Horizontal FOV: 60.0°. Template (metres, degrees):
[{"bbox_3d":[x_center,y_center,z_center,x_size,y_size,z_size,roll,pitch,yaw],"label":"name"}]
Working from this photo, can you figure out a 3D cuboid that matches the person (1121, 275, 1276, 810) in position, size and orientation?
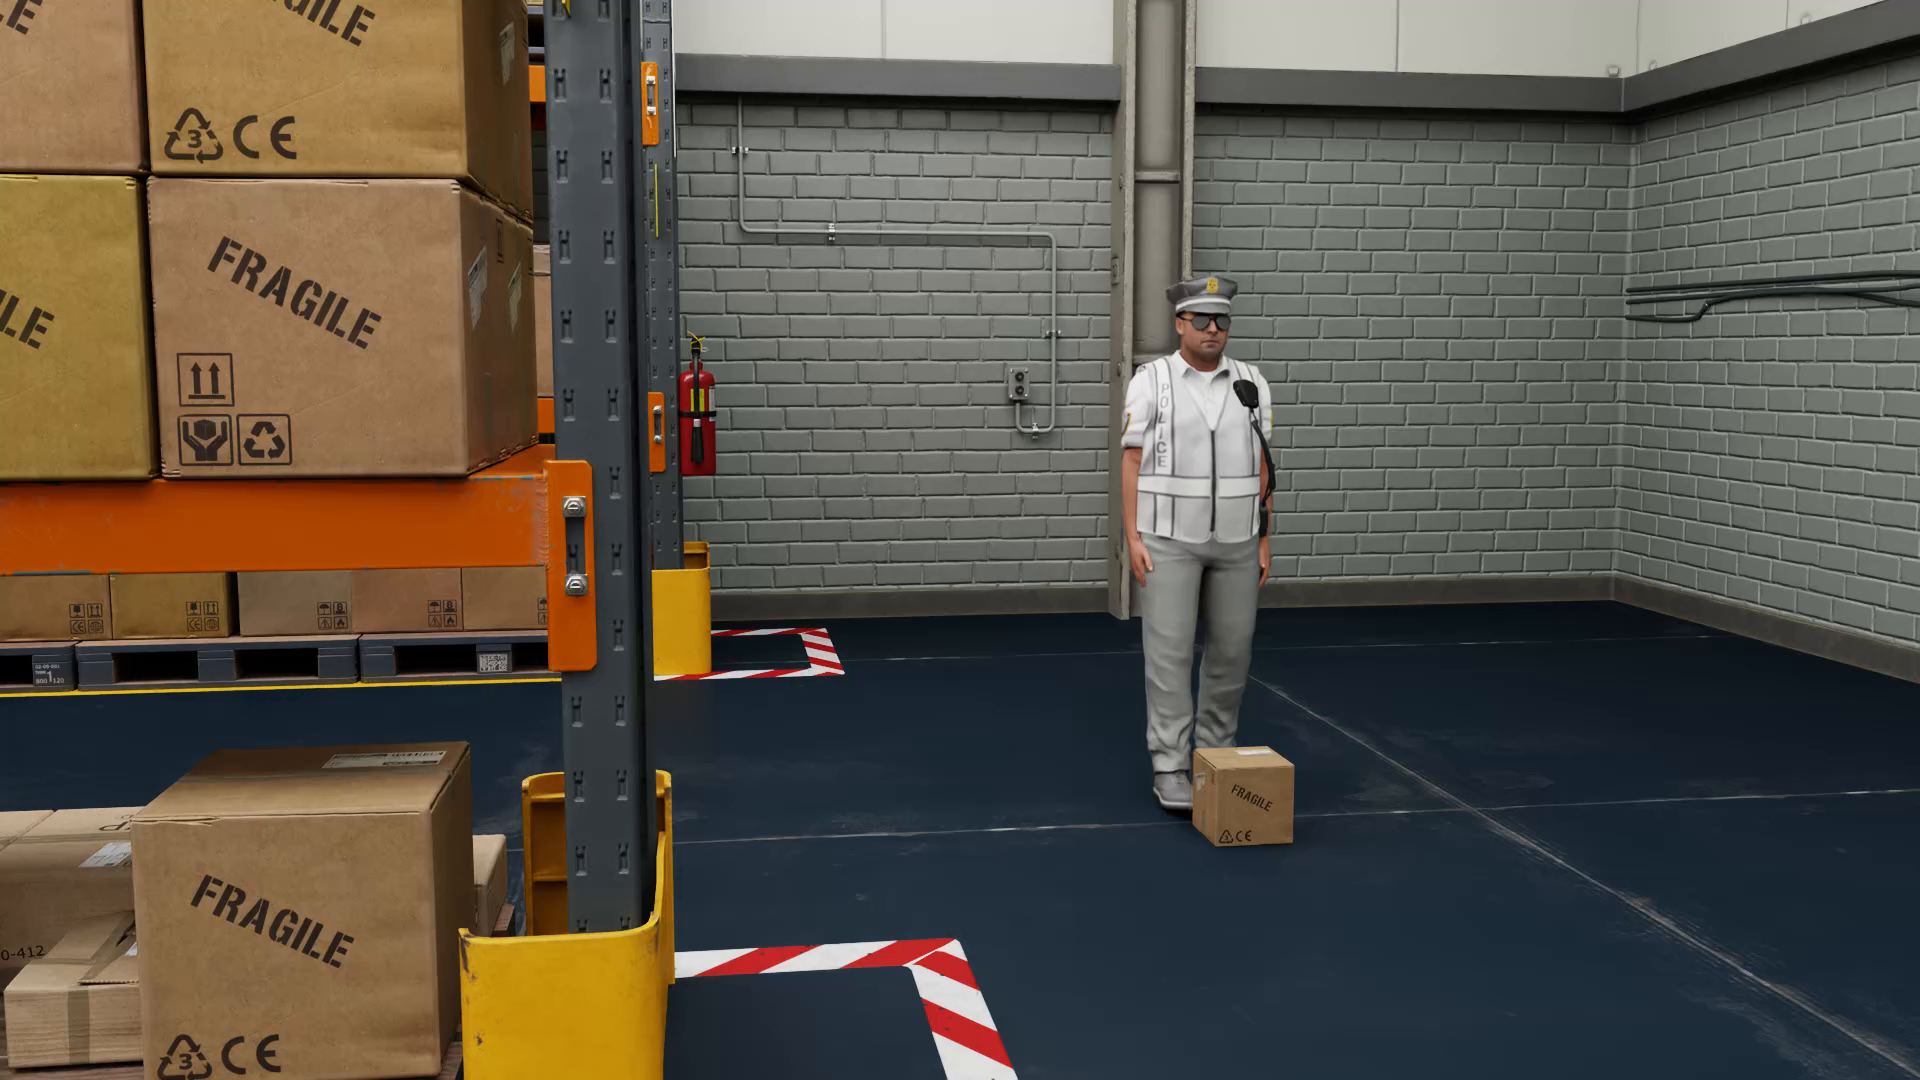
[{"bbox_3d":[0.820,0.015,5.608,0.539,1.797,0.554,-1,6,-8],"label":"person"}]
